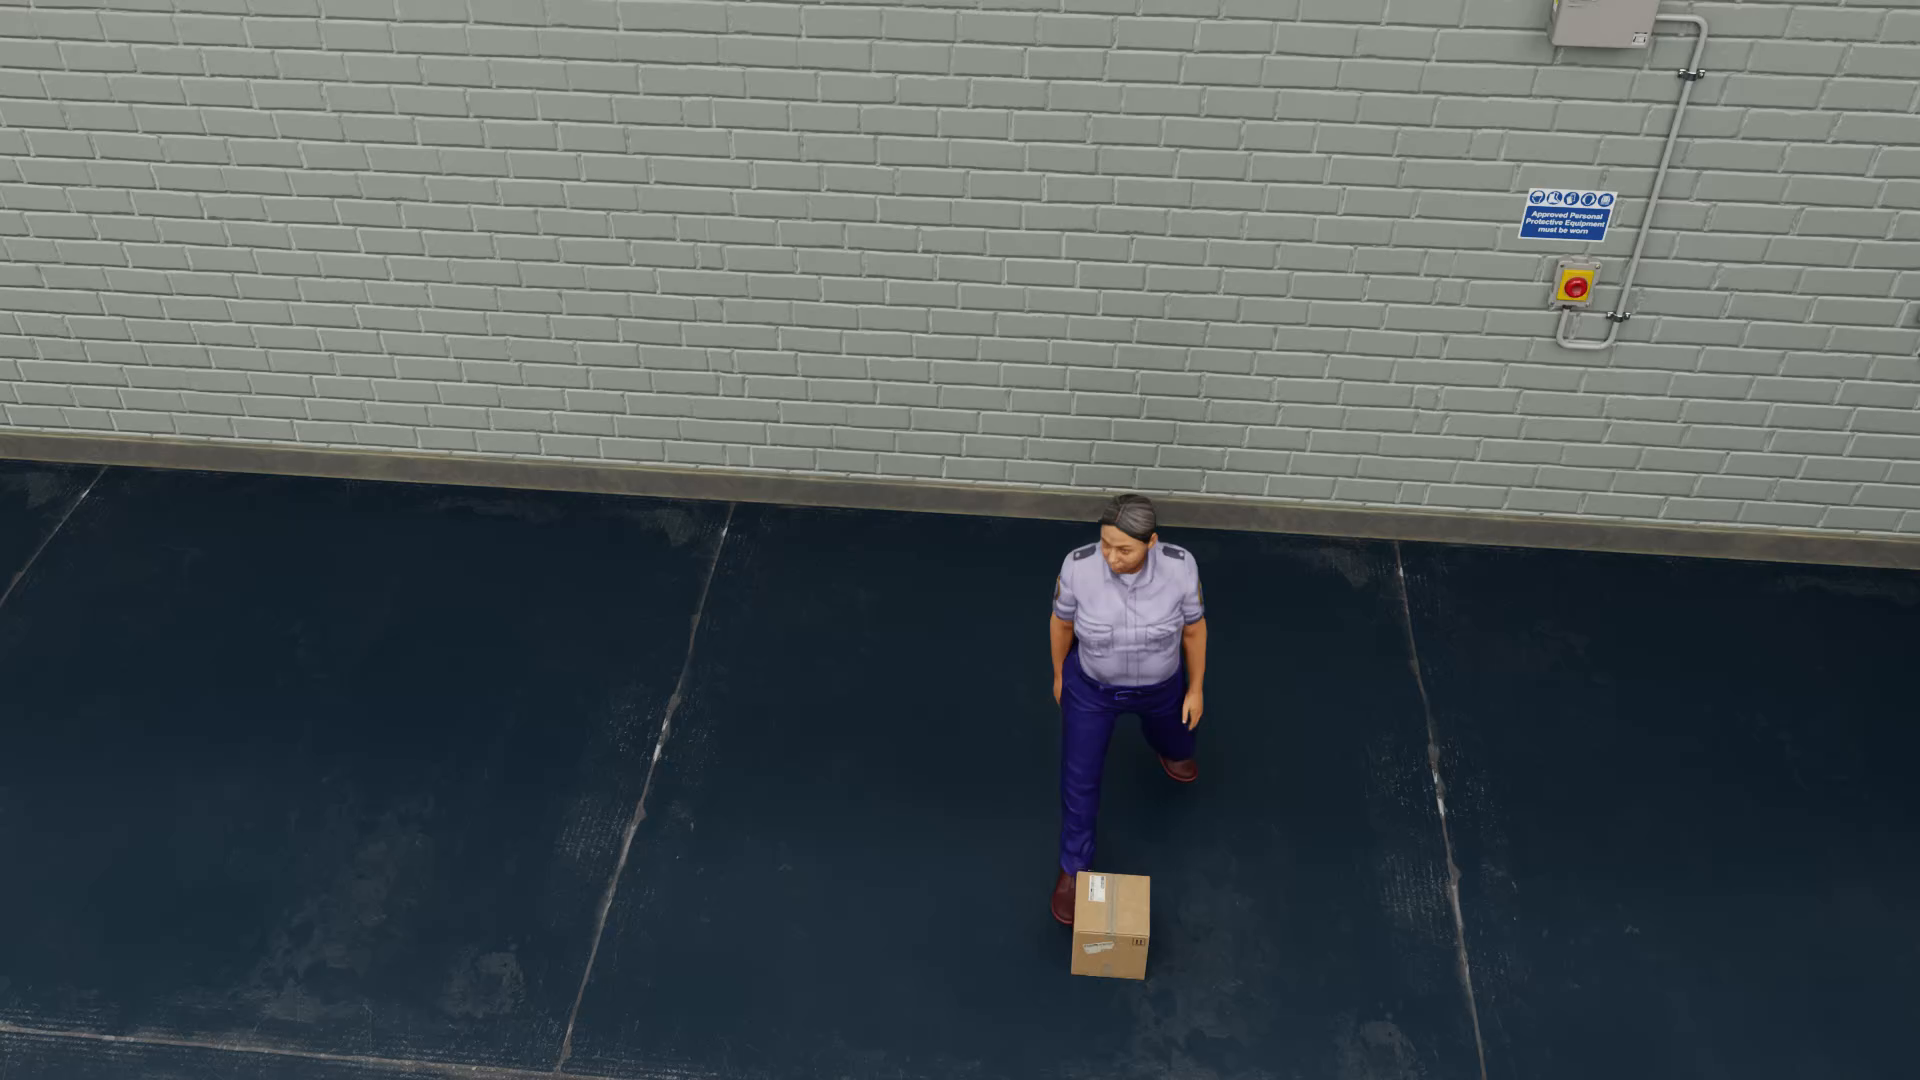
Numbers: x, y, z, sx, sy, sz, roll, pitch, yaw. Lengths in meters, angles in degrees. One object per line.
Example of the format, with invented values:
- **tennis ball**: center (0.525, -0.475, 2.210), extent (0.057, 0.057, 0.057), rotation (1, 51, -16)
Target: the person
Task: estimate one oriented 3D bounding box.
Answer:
- **person**: center (0.600, 0.460, 5.614), extent (0.604, 1.626, 0.854), rotation (0, 40, 0)
